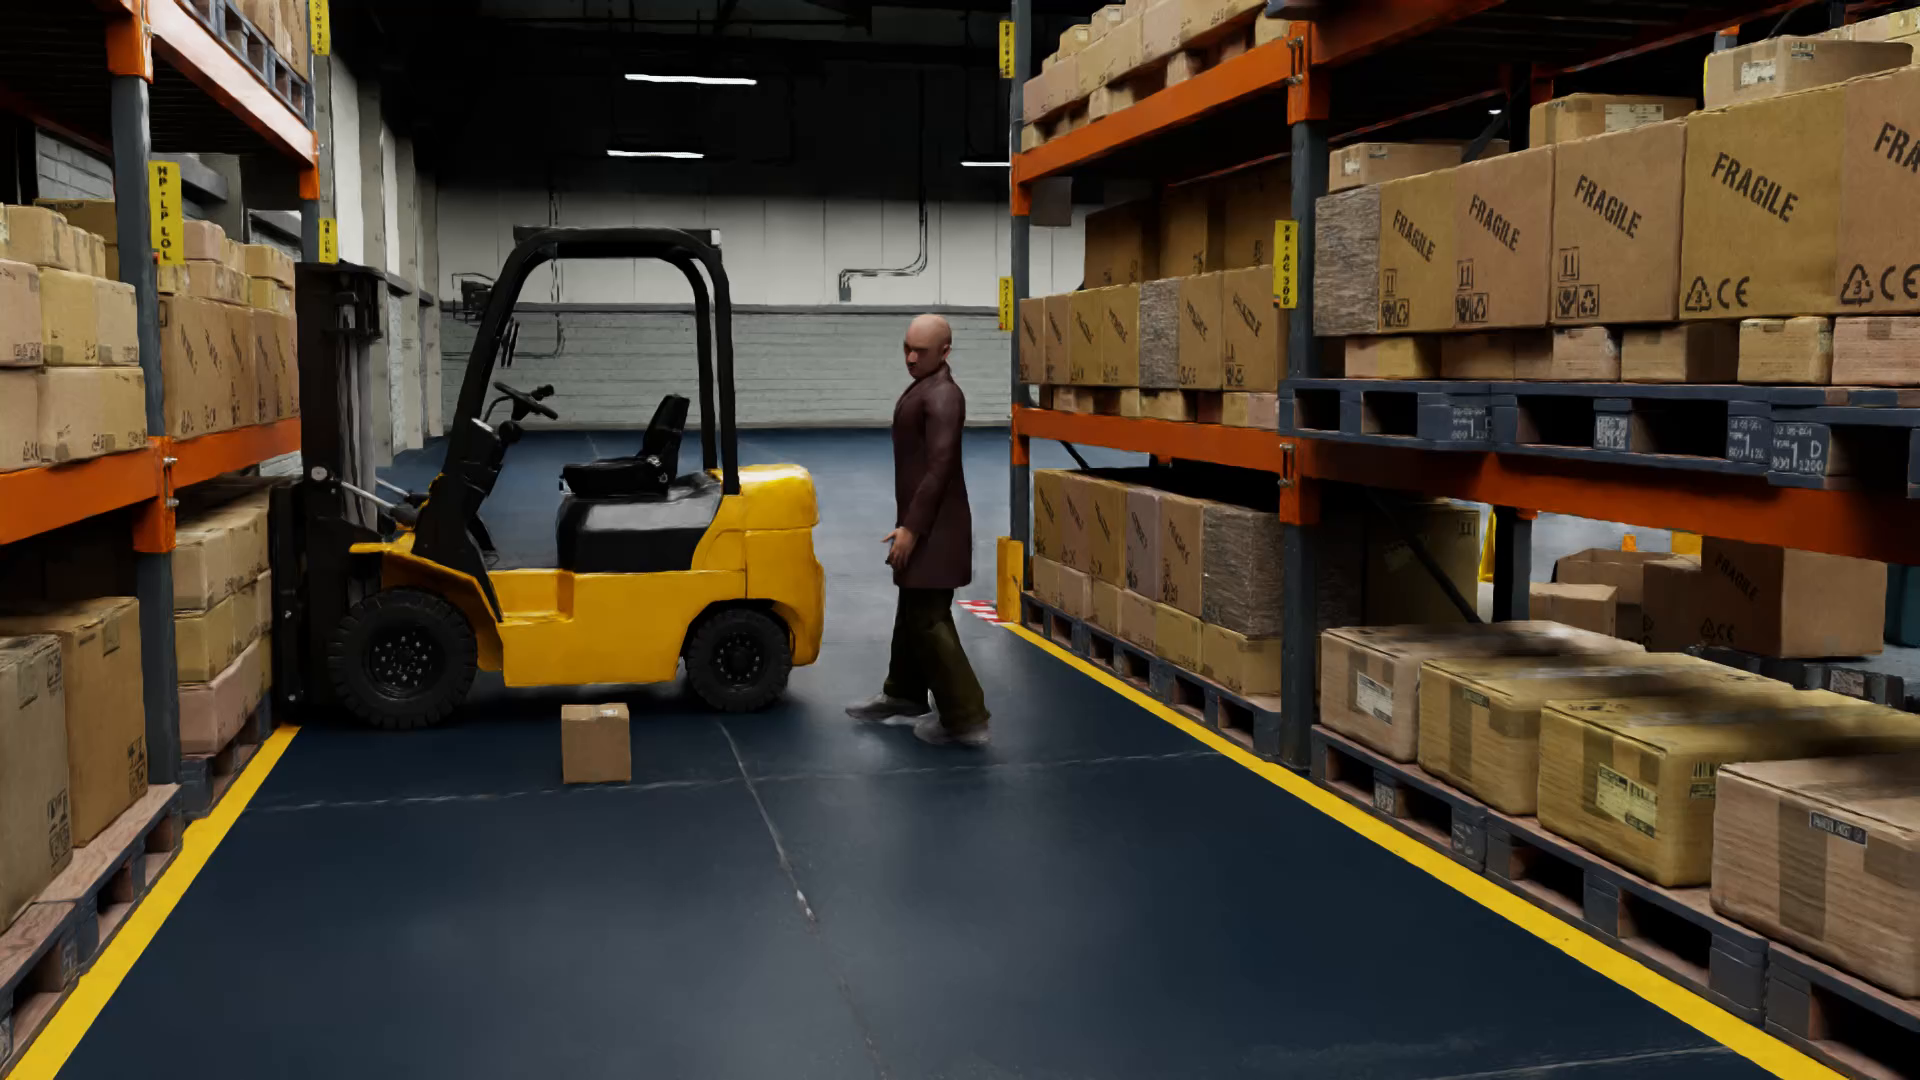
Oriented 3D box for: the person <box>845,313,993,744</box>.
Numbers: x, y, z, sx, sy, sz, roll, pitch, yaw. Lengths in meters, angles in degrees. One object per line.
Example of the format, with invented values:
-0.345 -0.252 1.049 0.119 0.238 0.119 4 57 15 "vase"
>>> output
-0.187 -0.042 6.922 0.654 1.781 0.691 0 6 2 "person"
